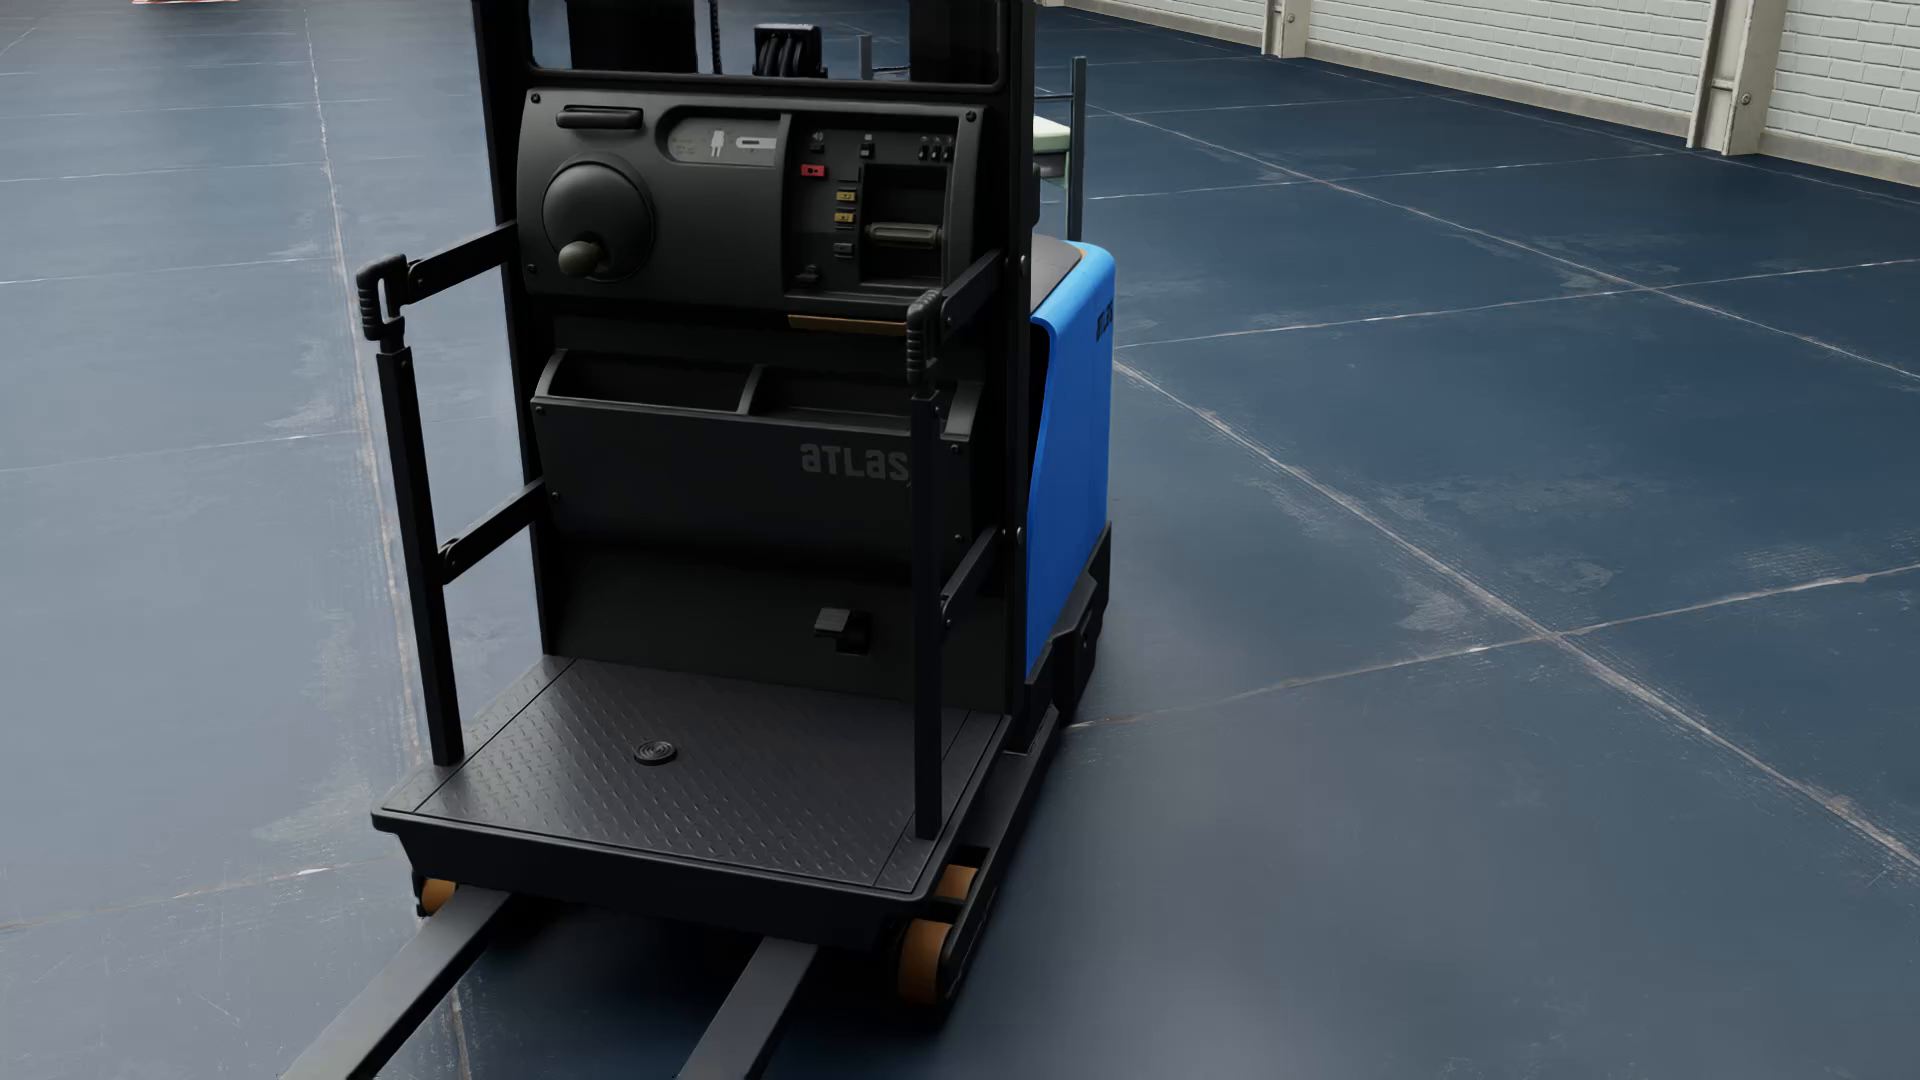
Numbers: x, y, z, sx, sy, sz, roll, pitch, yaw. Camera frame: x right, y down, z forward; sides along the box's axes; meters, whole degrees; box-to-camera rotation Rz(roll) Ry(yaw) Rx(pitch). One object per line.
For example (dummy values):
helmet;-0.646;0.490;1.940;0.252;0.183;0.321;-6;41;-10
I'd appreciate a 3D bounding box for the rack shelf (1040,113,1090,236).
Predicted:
rack shelf;0.034;-1.094;4.909;0.431;0.370;0.720;-8;24;-19

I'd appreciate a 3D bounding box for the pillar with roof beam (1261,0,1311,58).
pillar with roof beam;-0.710;-8.519;13.875;9.100;9.000;0.400;-8;24;-19

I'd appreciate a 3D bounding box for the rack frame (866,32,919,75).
rack frame;-0.095;-0.867;5.376;0.400;1.500;0.023;-8;24;-19

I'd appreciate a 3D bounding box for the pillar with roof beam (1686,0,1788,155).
pillar with roof beam;1.410;-6.339;8.703;9.100;9.000;0.400;-8;24;-19

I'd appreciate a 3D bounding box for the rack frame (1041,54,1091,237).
rack frame;0.164;-0.601;4.745;0.400;1.500;0.023;-8;24;-19

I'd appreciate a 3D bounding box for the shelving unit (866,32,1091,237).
shelving unit;0.034;-0.734;5.061;0.431;1.500;0.755;-8;24;-19

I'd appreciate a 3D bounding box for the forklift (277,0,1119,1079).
forklift;-0.450;-0.655;3.030;1.130;2.935;3.031;6;24;14

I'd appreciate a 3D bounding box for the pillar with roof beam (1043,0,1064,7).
pillar with roof beam;-2.830;-10.699;19.048;9.100;9.000;0.400;-8;24;-19
